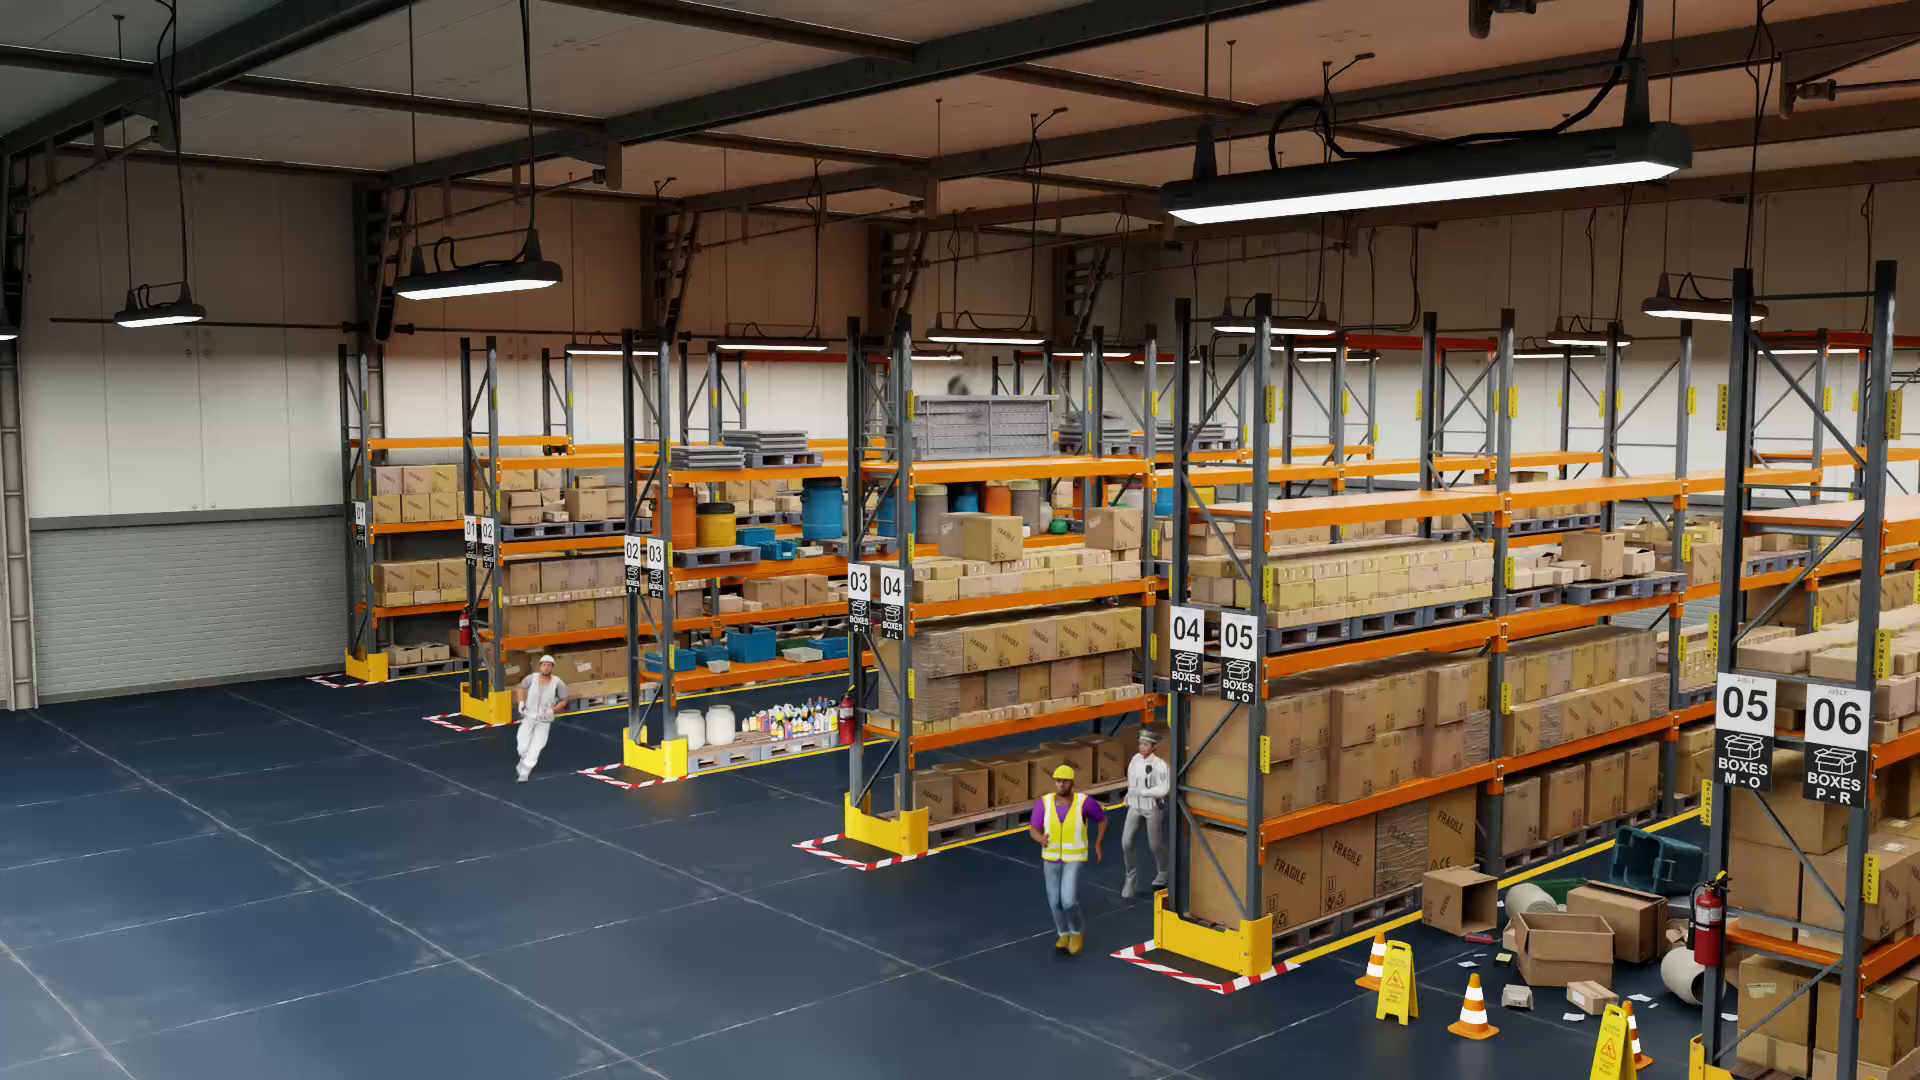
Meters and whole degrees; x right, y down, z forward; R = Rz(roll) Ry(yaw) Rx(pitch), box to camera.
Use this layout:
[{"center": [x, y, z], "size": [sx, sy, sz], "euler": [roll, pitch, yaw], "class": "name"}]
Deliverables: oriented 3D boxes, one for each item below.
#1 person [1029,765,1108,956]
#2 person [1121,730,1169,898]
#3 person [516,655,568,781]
[{"center": [0.953, 2.927, 15.182], "size": [0.676, 1.746, 0.671], "euler": [2, 5, 19], "class": "person"}, {"center": [1.919, 2.798, 17.098], "size": [0.585, 1.751, 0.730], "euler": [4, 6, 37], "class": "person"}, {"center": [-5.542, 2.348, 21.953], "size": [0.722, 1.690, 0.595], "euler": [0, 5, -5], "class": "person"}]
